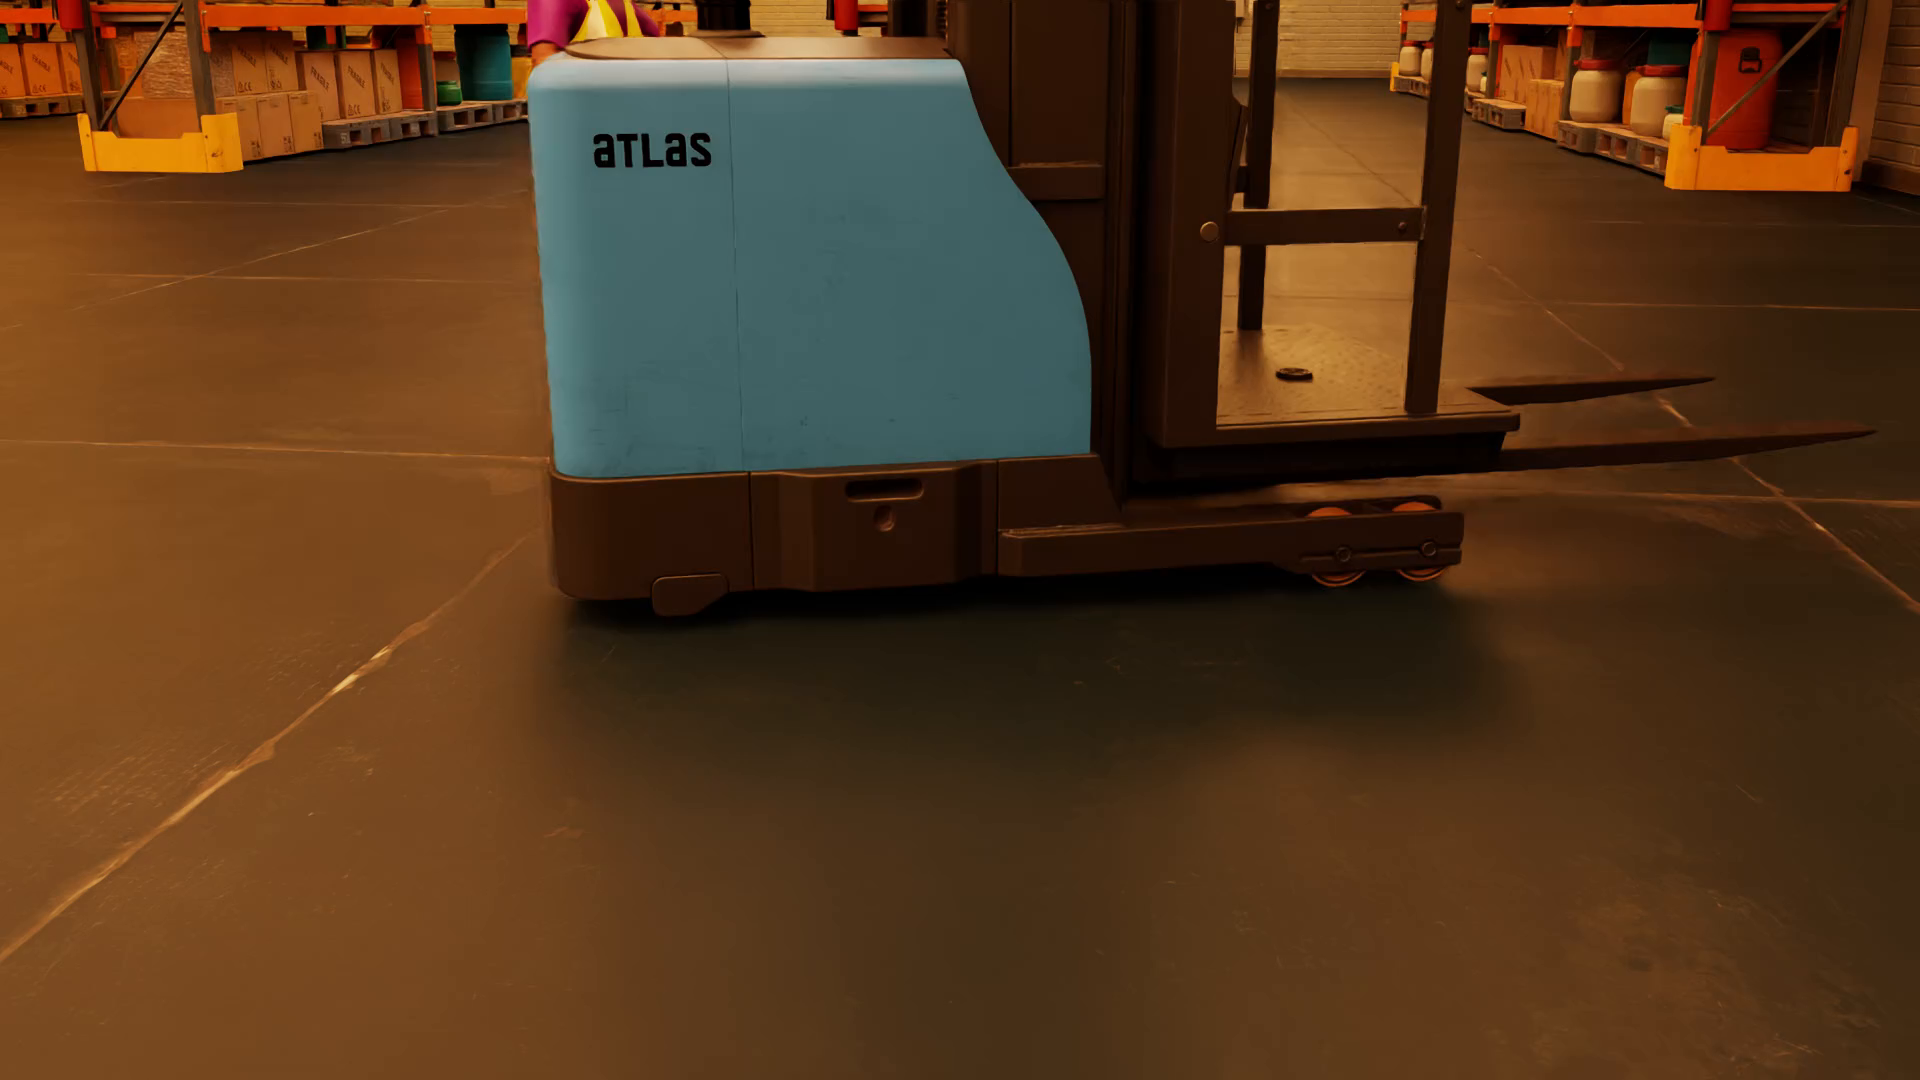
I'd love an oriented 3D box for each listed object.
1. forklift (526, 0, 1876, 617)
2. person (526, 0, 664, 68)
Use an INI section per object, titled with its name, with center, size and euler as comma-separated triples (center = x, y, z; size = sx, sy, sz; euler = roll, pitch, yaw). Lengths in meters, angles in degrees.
[forklift]
center = 0.604, -1.451, 3.554
size = 3.031, 2.935, 1.130
euler = -3, 18, -11
[person]
center = -1.204, -1.545, 6.154
size = 0.929, 1.613, 1.028
euler = 5, 18, 16
